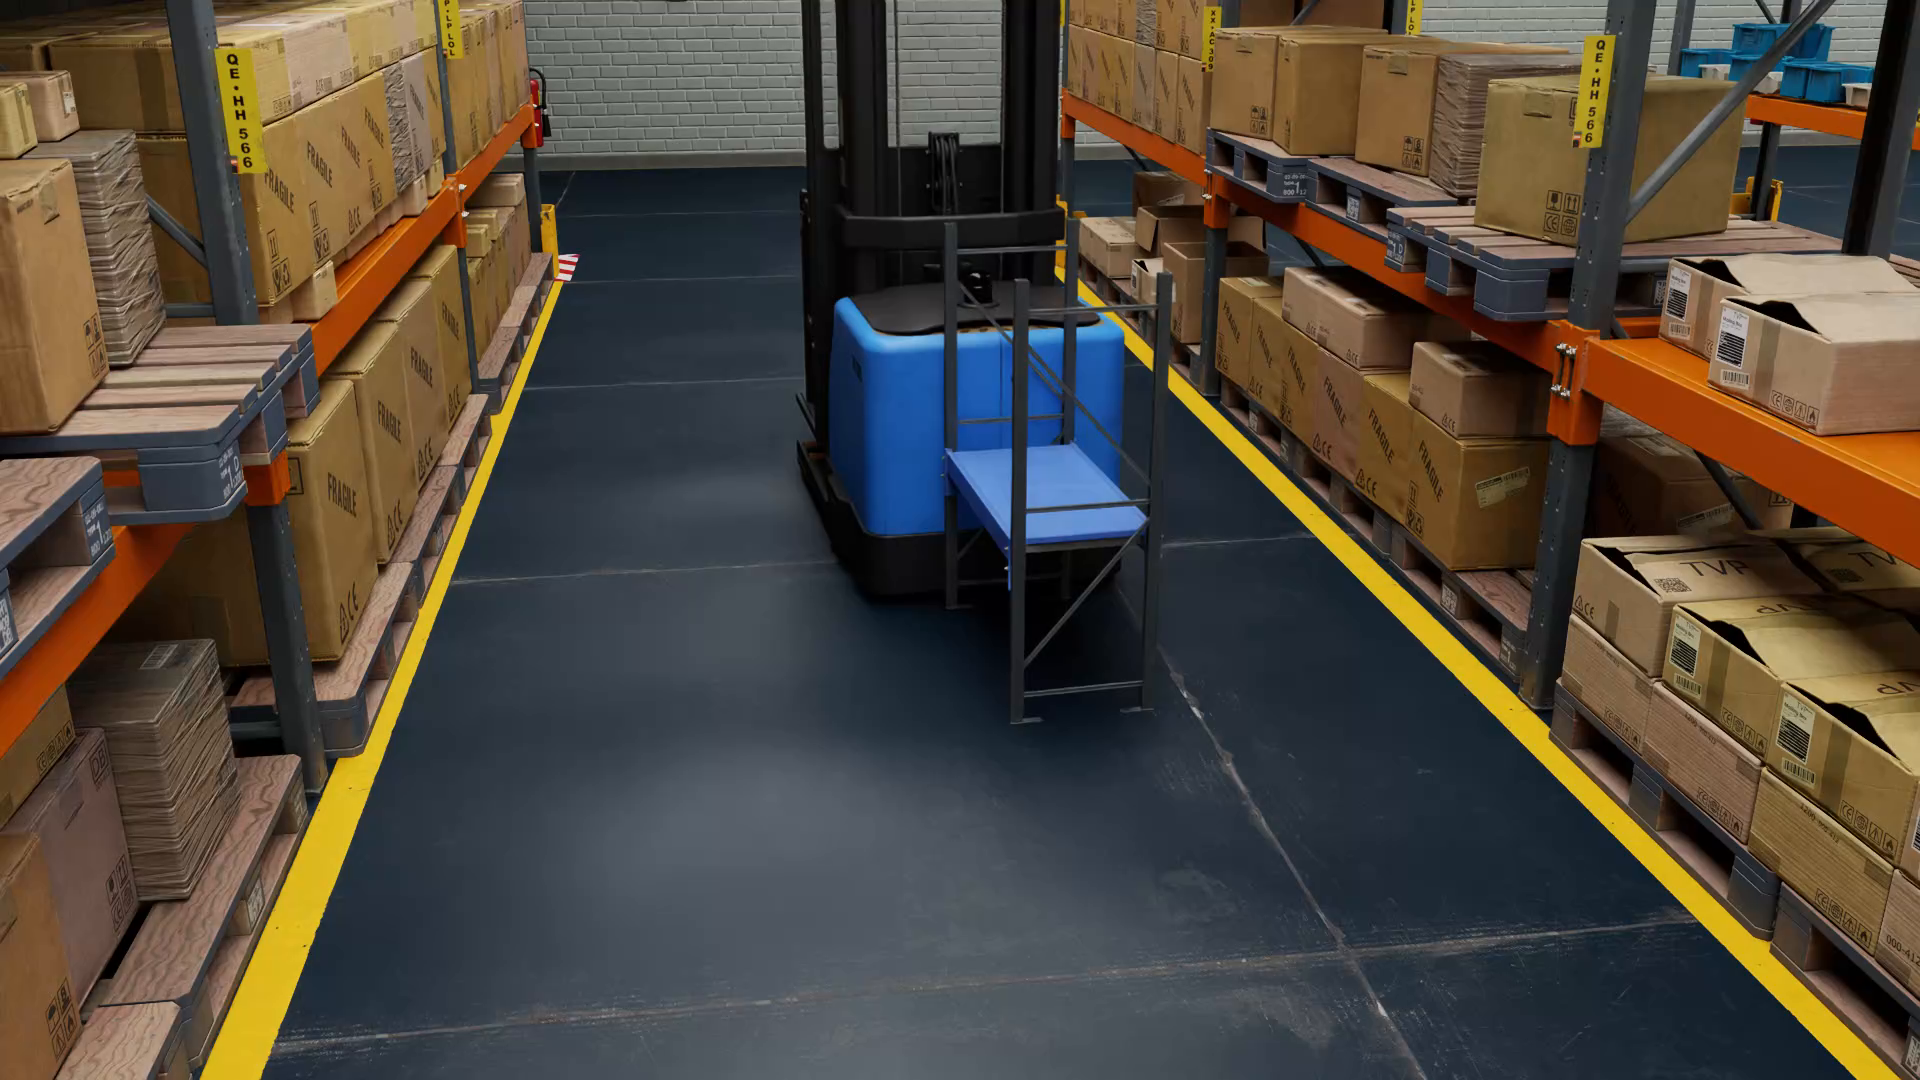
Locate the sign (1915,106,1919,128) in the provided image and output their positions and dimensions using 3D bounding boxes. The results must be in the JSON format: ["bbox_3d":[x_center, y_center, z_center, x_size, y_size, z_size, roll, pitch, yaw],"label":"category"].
[{"bbox_3d":[2.982,-1.436,5.120,0.100,0.325,0.005,-3,21,-8],"label":"sign"}]

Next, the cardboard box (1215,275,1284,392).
[{"bbox_3d":[1.686,-1.105,8.832,0.500,0.500,0.500,-4,21,-10],"label":"cardboard box"}]

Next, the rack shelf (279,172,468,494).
[{"bbox_3d":[-2.756,-0.969,6.552,1.077,0.370,4.000,-3,21,-8],"label":"rack shelf"}]

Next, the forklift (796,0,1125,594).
[{"bbox_3d":[-0.172,-1.644,7.428,1.130,2.935,3.031,-4,21,-12],"label":"forklift"}]

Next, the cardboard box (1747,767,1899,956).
[{"bbox_3d":[2.373,0.776,4.180,0.500,0.250,0.500,-3,21,-9],"label":"cardboard box"}]

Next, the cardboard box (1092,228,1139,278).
[{"bbox_3d":[1.222,-2.004,11.596,0.500,0.250,0.500,-3,21,-8],"label":"cardboard box"}]

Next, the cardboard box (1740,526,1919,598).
[{"bbox_3d":[2.753,0.133,5.102,0.500,0.311,0.500,-2,21,-6],"label":"cardboard box"}]

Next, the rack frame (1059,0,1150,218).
[{"bbox_3d":[1.280,-3.635,12.661,1.000,3.000,0.127,-3,21,-8],"label":"rack frame"}]

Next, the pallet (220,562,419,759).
[{"bbox_3d":[-2.507,0.416,5.801,1.003,0.211,1.213,-3,21,-8],"label":"pallet"}]

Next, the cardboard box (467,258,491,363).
[{"bbox_3d":[-3.051,-1.289,9.351,0.700,0.500,0.500,-3,21,-7],"label":"cardboard box"}]

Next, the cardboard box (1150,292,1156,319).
[{"bbox_3d":[1.381,-1.430,10.204,0.380,0.149,0.250,-3,21,-8],"label":"cardboard box"}]

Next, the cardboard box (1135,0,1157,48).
[{"bbox_3d":[1.379,-3.279,10.136,0.500,0.500,0.500,-3,21,-7],"label":"cardboard box"}]

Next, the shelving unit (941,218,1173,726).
[{"bbox_3d":[0.299,-0.279,5.819,0.538,1.500,1.048,-4,21,-12],"label":"shelving unit"}]

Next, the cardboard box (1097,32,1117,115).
[{"bbox_3d":[1.233,-3.162,11.253,0.500,0.500,0.500,-3,21,-8],"label":"cardboard box"}]

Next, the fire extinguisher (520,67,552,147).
[{"bbox_3d":[-3.186,-3.248,12.269,0.296,0.674,0.183,-3,21,-8],"label":"fire extinguisher"}]

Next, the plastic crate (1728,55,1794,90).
[{"bbox_3d":[5.987,-3.503,12.461,0.416,0.233,0.300,-3,21,-8],"label":"plastic crate"}]

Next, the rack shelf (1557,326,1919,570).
[{"bbox_3d":[2.722,0.165,3.517,1.077,0.370,4.000,-3,21,-8],"label":"rack shelf"}]

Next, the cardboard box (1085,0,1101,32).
[{"bbox_3d":[1.166,-3.802,11.538,0.500,0.500,0.500,-3,21,-7],"label":"cardboard box"}]

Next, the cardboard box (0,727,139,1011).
[{"bbox_3d":[-2.353,0.782,3.779,0.700,0.500,0.500,-3,21,-8],"label":"cardboard box"}]

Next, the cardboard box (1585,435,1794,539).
[{"bbox_3d":[2.651,-0.072,6.066,0.500,0.500,0.500,-2,21,-5],"label":"cardboard box"}]

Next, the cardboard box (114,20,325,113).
[{"bbox_3d":[-2.356,-1.517,5.322,0.500,0.250,0.500,-3,21,-9],"label":"cardboard box"}]

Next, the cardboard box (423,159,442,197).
[{"bbox_3d":[-2.656,-1.701,7.815,0.380,0.149,0.250,-3,21,-7],"label":"cardboard box"}]

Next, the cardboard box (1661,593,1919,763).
[{"bbox_3d":[2.303,0.341,4.543,0.500,0.311,0.500,-3,21,-9],"label":"cardboard box"}]

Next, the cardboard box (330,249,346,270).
[{"bbox_3d":[-2.499,-1.075,6.138,0.380,0.149,0.250,-3,21,-7],"label":"cardboard box"}]

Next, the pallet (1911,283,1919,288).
[{"bbox_3d":[6.615,-1.445,10.783,1.003,0.211,1.213,-3,21,-8],"label":"pallet"}]

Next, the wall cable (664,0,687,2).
[{"bbox_3d":[-4.083,-6.716,16.773,3.097,2.526,0.112,-3,21,-8],"label":"wall cable"}]

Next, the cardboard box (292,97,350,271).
[{"bbox_3d":[-2.351,-1.172,5.471,0.500,0.500,0.500,-2,21,-6],"label":"cardboard box"}]

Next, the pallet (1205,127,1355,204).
[{"bbox_3d":[1.864,-1.878,8.231,1.003,0.211,1.213,-3,21,-8],"label":"pallet"}]

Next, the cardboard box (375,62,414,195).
[{"bbox_3d":[-2.581,-1.697,6.875,0.500,0.500,0.500,-3,21,-8],"label":"cardboard box"}]

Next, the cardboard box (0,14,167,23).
[{"bbox_3d":[-2.932,-1.662,5.710,0.500,0.250,0.500,-3,21,-9],"label":"cardboard box"}]

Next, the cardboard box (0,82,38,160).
[{"bbox_3d":[-2.327,-0.942,3.752,0.380,0.149,0.250,-6,21,-17],"label":"cardboard box"}]

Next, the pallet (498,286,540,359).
[{"bbox_3d":[-3.256,-1.383,10.617,1.003,0.211,1.213,-3,21,-8],"label":"pallet"}]

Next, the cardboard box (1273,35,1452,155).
[{"bbox_3d":[1.866,-2.083,7.764,0.700,0.500,0.500,0,20,1],"label":"cardboard box"}]

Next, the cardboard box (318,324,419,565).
[{"bbox_3d":[-2.564,-0.368,6.387,0.750,0.750,0.750,-3,21,-8],"label":"cardboard box"}]

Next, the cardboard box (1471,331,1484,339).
[{"bbox_3d":[2.347,-0.783,7.970,0.500,0.500,0.500,-3,21,-7],"label":"cardboard box"}]

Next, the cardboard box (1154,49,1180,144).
[{"bbox_3d":[1.455,-2.635,9.842,0.500,0.500,0.500,-2,21,-6],"label":"cardboard box"}]

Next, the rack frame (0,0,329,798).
[{"bbox_3d":[-2.468,-0.614,4.572,1.000,3.000,0.127,-3,21,-8],"label":"rack frame"}]

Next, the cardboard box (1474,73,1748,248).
[{"bbox_3d":[2.231,-1.321,5.722,0.700,0.500,0.500,-10,23,-26],"label":"cardboard box"}]

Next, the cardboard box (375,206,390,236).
[{"bbox_3d":[-2.576,-1.346,6.862,0.380,0.149,0.250,-3,21,-9],"label":"cardboard box"}]

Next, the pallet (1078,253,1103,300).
[{"bbox_3d":[1.407,-2.026,12.339,1.003,0.211,1.213,-3,21,-8],"label":"pallet"}]

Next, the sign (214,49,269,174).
[{"bbox_3d":[-1.932,-1.150,4.466,0.100,0.325,0.005,-3,21,-8],"label":"sign"}]

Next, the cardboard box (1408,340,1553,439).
[{"bbox_3d":[2.054,-0.583,6.361,0.500,0.250,0.500,-2,21,-6],"label":"cardboard box"}]

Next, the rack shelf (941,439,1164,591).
[{"bbox_3d":[0.299,-0.110,5.882,0.538,0.185,1.000,-4,21,-12],"label":"rack shelf"}]

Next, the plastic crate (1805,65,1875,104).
[{"bbox_3d":[6.125,-3.171,11.573,0.416,0.233,0.300,-3,21,-8],"label":"plastic crate"}]

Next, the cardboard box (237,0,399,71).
[{"bbox_3d":[-2.586,-2.043,6.730,0.500,0.250,0.500,-3,21,-7],"label":"cardboard box"}]

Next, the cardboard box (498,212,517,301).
[{"bbox_3d":[-3.276,-1.825,10.787,0.700,0.500,0.500,-4,21,-10],"label":"cardboard box"}]

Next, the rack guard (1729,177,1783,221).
[{"bbox_3d":[6.166,-2.720,13.784,1.175,0.500,0.348,-3,21,-8],"label":"rack guard"}]

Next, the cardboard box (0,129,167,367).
[{"bbox_3d":[-2.390,-0.704,4.044,0.700,0.500,0.500,-5,21,-14],"label":"cardboard box"}]

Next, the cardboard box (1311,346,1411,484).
[{"bbox_3d":[1.910,-0.573,7.406,0.500,0.500,0.500,-4,21,-10],"label":"cardboard box"}]

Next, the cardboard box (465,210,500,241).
[{"bbox_3d":[-2.995,-1.901,10.064,0.380,0.149,0.250,-4,21,-9],"label":"cardboard box"}]

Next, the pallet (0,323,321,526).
[{"bbox_3d":[-2.260,-0.283,3.960,1.213,0.211,1.003,-3,21,-8],"label":"pallet"}]

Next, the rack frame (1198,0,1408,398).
[{"bbox_3d":[1.857,-2.250,8.953,1.000,3.000,0.127,-3,21,-8],"label":"rack frame"}]

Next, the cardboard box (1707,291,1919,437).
[{"bbox_3d":[2.371,-0.504,4.405,0.500,0.311,0.500,-3,21,-8],"label":"cardboard box"}]

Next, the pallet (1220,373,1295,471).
[{"bbox_3d":[2.012,-0.664,8.692,1.003,0.211,1.213,-3,21,-8],"label":"pallet"}]

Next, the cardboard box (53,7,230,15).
[{"bbox_3d":[-3.006,-1.838,6.182,0.500,0.250,0.500,-3,21,-9],"label":"cardboard box"}]

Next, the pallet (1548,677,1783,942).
[{"bbox_3d":[2.514,0.728,4.964,1.003,0.211,1.213,-3,21,-8],"label":"pallet"}]

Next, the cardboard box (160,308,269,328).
[{"bbox_3d":[-2.286,-0.631,4.949,0.380,0.149,0.250,-3,21,-9],"label":"cardboard box"}]

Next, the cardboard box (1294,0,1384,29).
[{"bbox_3d":[2.068,-2.942,9.235,0.500,0.500,0.500,-2,21,-6],"label":"cardboard box"}]

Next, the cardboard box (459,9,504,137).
[{"bbox_3d":[-3.321,-2.832,10.084,0.980,0.700,0.700,-4,21,-10],"label":"cardboard box"}]

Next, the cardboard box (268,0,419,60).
[{"bbox_3d":[-2.660,-2.219,7.202,0.500,0.250,0.500,-2,21,-7],"label":"cardboard box"}]
